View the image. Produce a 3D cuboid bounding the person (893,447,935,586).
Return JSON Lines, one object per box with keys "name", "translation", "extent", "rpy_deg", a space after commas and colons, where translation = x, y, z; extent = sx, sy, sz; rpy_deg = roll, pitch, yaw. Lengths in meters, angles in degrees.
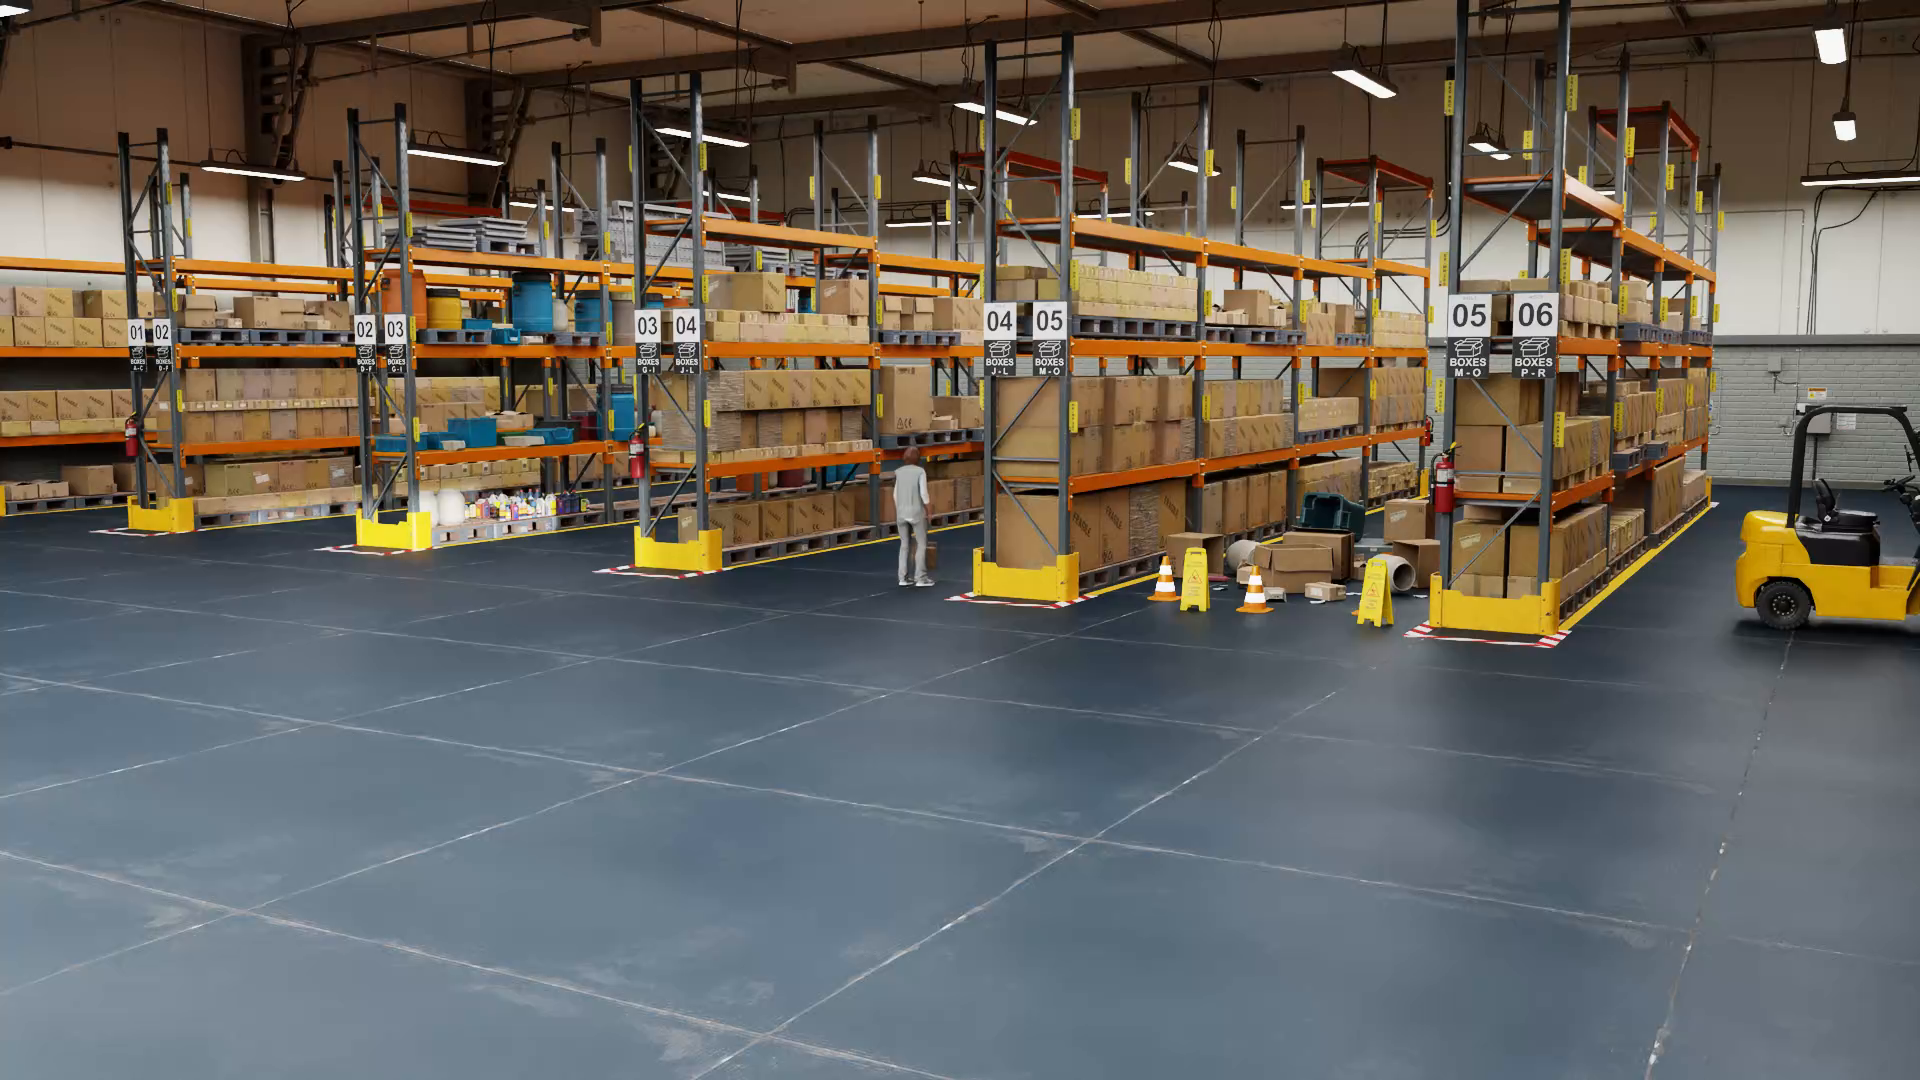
{"name": "person", "translation": [-0.549, -0.266, 19.021], "extent": [0.456, 1.595, 0.342], "rpy_deg": [3, 7, 27]}
